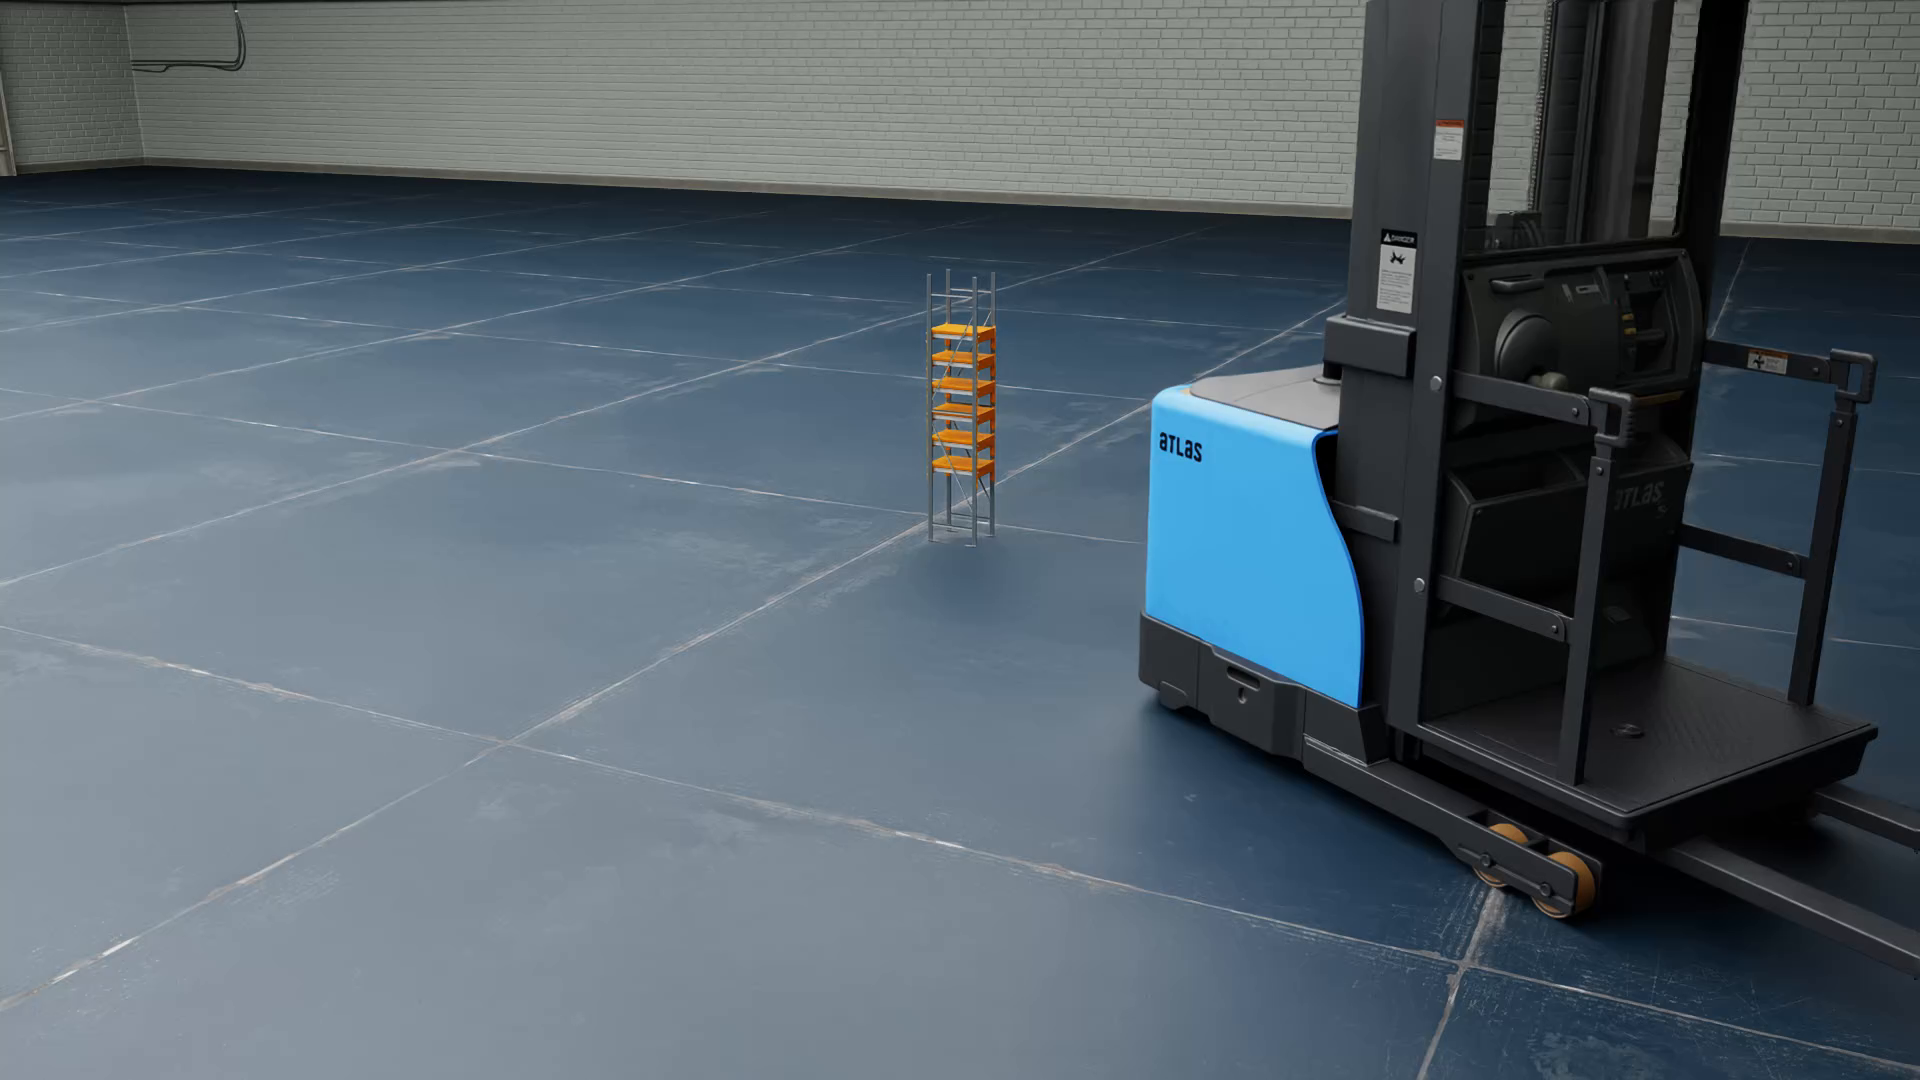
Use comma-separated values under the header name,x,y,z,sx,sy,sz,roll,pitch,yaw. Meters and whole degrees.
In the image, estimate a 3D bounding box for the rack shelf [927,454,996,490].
name,x,y,z,sx,sy,sz,roll,pitch,yaw
rack shelf,0.006,-0.306,7.447,0.258,0.103,0.180,8,18,25

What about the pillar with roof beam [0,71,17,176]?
name,x,y,z,sx,sy,sz,roll,pitch,yaw
pillar with roof beam,-12.655,-10.029,25.487,9.100,9.000,0.400,8,18,25

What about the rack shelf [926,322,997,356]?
name,x,y,z,sx,sy,sz,roll,pitch,yaw
rack shelf,0.006,-0.881,7.276,0.258,0.103,0.180,8,18,25

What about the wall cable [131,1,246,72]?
name,x,y,z,sx,sy,sz,roll,pitch,yaw
wall cable,-14.007,-9.671,29.733,3.097,2.526,0.112,8,18,25

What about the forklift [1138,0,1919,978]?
name,x,y,z,sx,sy,sz,roll,pitch,yaw
forklift,1.818,-0.588,4.356,1.130,2.935,3.031,-10,19,-31

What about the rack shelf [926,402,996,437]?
name,x,y,z,sx,sy,sz,roll,pitch,yaw
rack shelf,0.006,-0.536,7.379,0.258,0.103,0.180,8,18,25

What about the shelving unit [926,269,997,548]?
name,x,y,z,sx,sy,sz,roll,pitch,yaw
shelving unit,0.006,-0.579,7.366,0.258,1.200,0.189,8,18,25

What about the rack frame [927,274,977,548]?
name,x,y,z,sx,sy,sz,roll,pitch,yaw
rack frame,-0.034,-0.556,7.287,0.240,1.200,0.006,8,18,25

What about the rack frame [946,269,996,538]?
name,x,y,z,sx,sy,sz,roll,pitch,yaw
rack frame,0.047,-0.602,7.444,0.240,1.200,0.006,8,18,25

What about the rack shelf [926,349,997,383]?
name,x,y,z,sx,sy,sz,roll,pitch,yaw
rack shelf,0.006,-0.766,7.310,0.258,0.103,0.180,8,18,25

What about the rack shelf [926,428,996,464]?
name,x,y,z,sx,sy,sz,roll,pitch,yaw
rack shelf,0.006,-0.421,7.413,0.258,0.103,0.180,8,18,25

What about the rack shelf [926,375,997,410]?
name,x,y,z,sx,sy,sz,roll,pitch,yaw
rack shelf,0.006,-0.651,7.344,0.258,0.103,0.180,8,18,25
